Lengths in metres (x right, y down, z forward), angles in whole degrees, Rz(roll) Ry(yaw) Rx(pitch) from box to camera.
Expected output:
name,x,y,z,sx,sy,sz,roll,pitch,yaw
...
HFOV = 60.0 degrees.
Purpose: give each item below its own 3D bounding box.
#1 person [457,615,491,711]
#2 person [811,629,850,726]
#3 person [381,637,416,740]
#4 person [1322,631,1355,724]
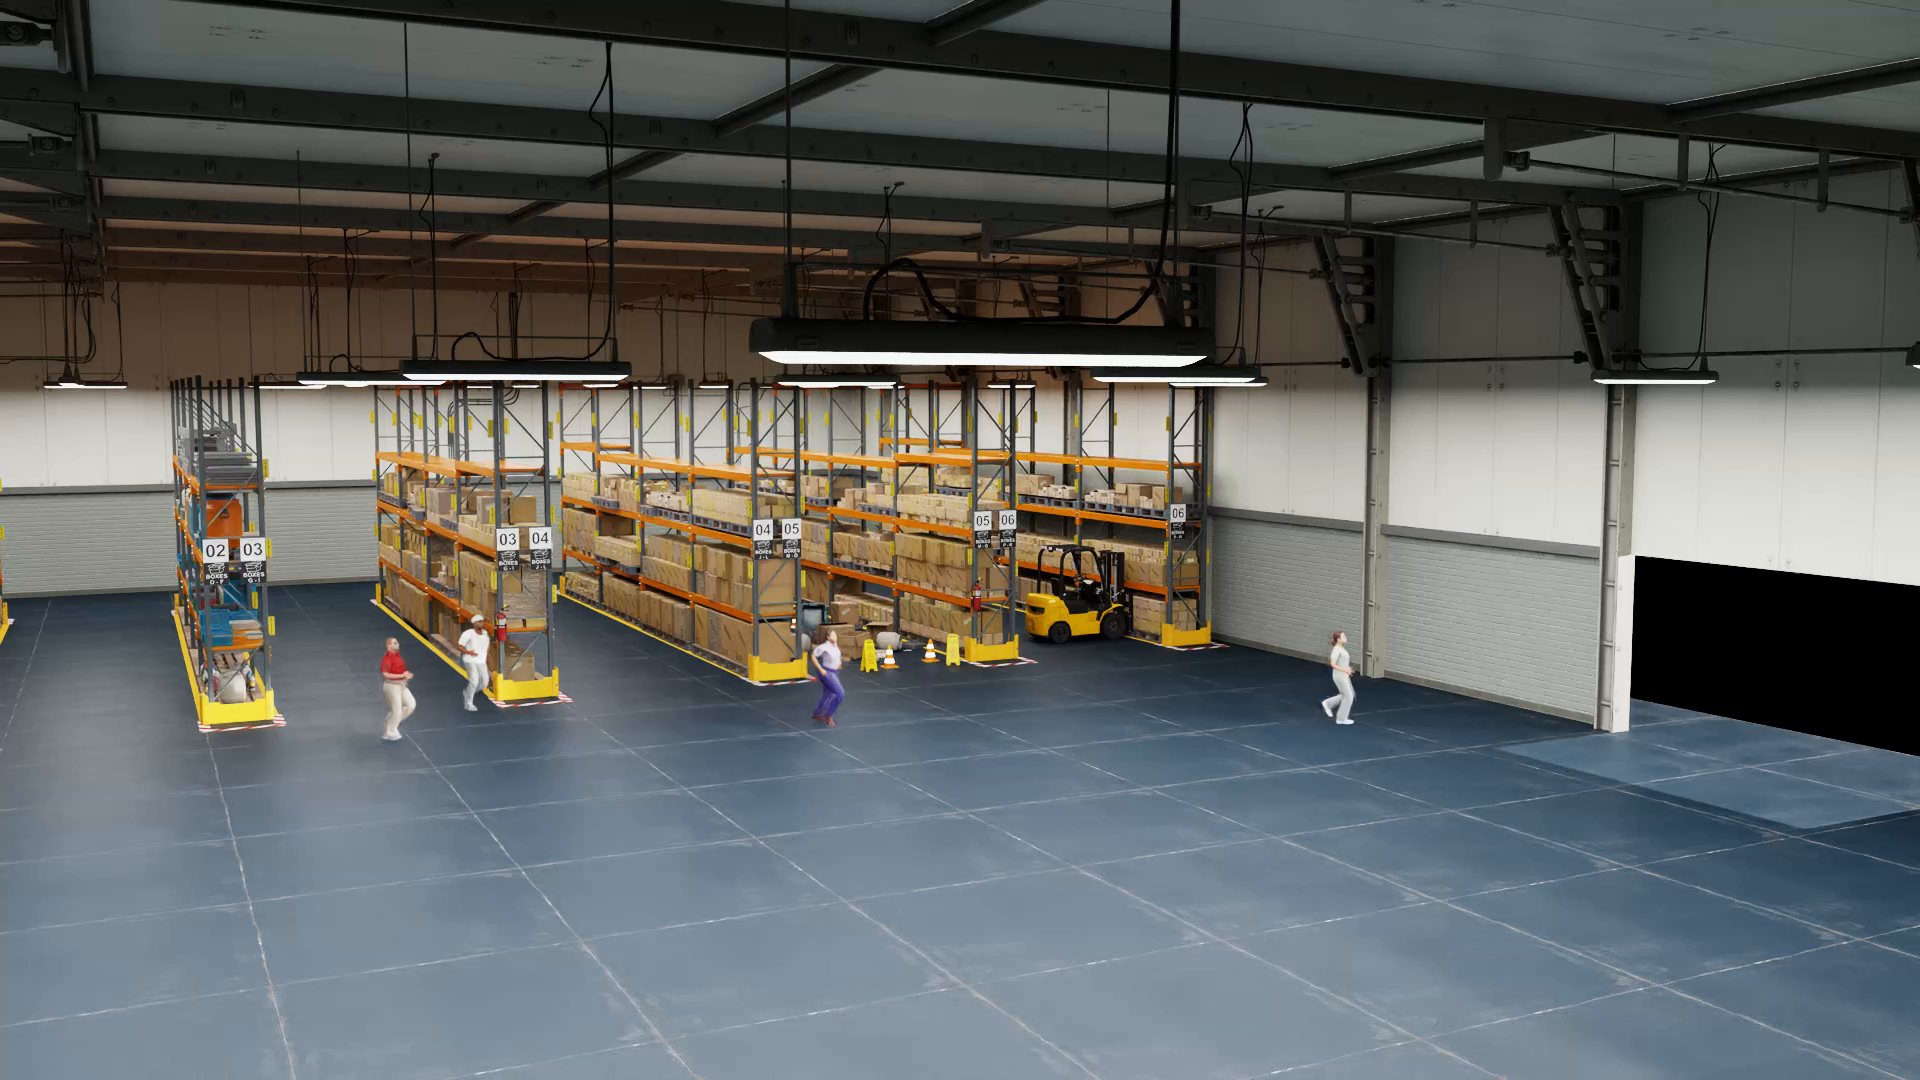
name,x,y,z,sx,sy,sz,roll,pitch,yaw
person,-8.734,2.201,30.068,0.618,1.709,0.722,4,6,38
person,-2.237,2.374,28.719,0.697,1.685,0.574,1,5,14
person,-9.228,2.446,27.355,0.617,1.704,0.648,0,5,4
person,6.524,2.365,28.686,0.594,1.612,0.552,2,6,26
